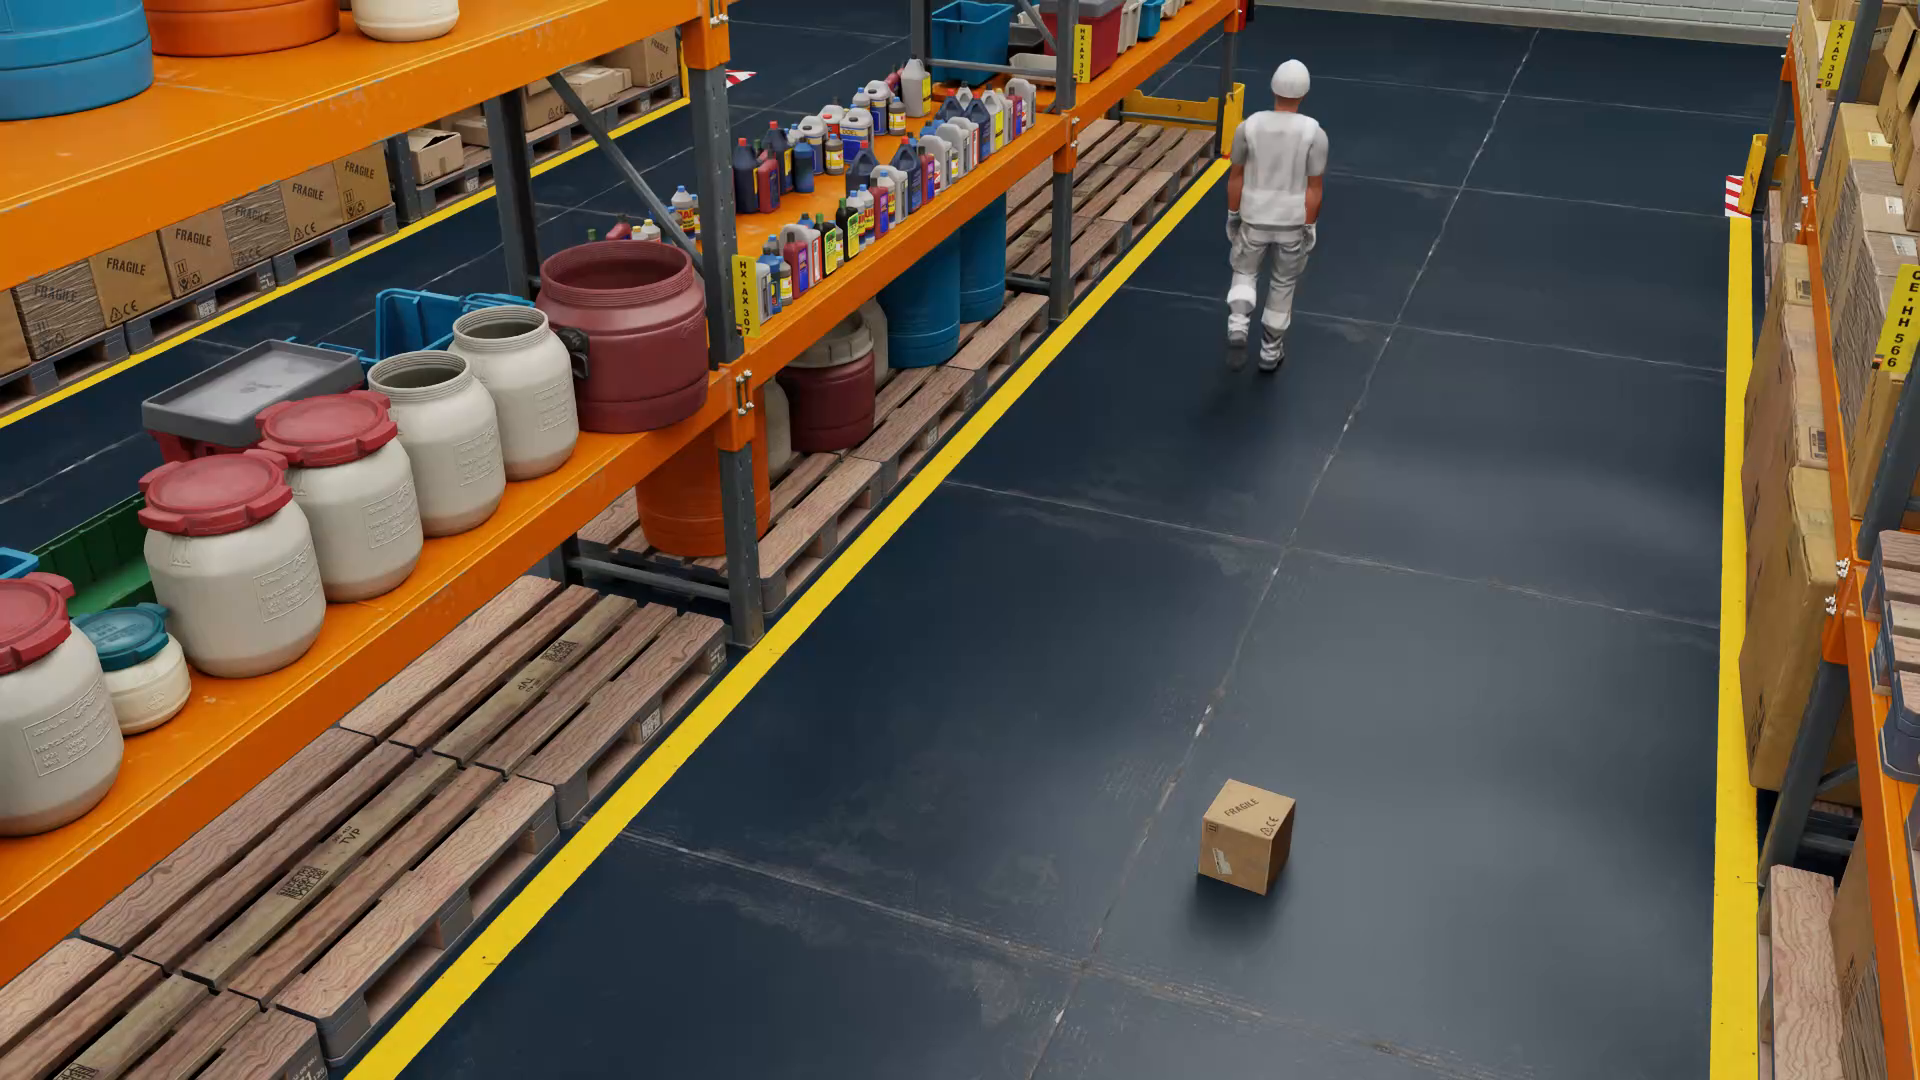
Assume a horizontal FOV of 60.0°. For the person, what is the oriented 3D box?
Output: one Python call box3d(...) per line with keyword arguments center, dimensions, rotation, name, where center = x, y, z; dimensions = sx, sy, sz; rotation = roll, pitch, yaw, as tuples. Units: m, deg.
box3d(center=(1.723, -1.752, 9.178), dimensions=(0.531, 1.777, 0.634), rotation=(9, 31, 16), name="person")
